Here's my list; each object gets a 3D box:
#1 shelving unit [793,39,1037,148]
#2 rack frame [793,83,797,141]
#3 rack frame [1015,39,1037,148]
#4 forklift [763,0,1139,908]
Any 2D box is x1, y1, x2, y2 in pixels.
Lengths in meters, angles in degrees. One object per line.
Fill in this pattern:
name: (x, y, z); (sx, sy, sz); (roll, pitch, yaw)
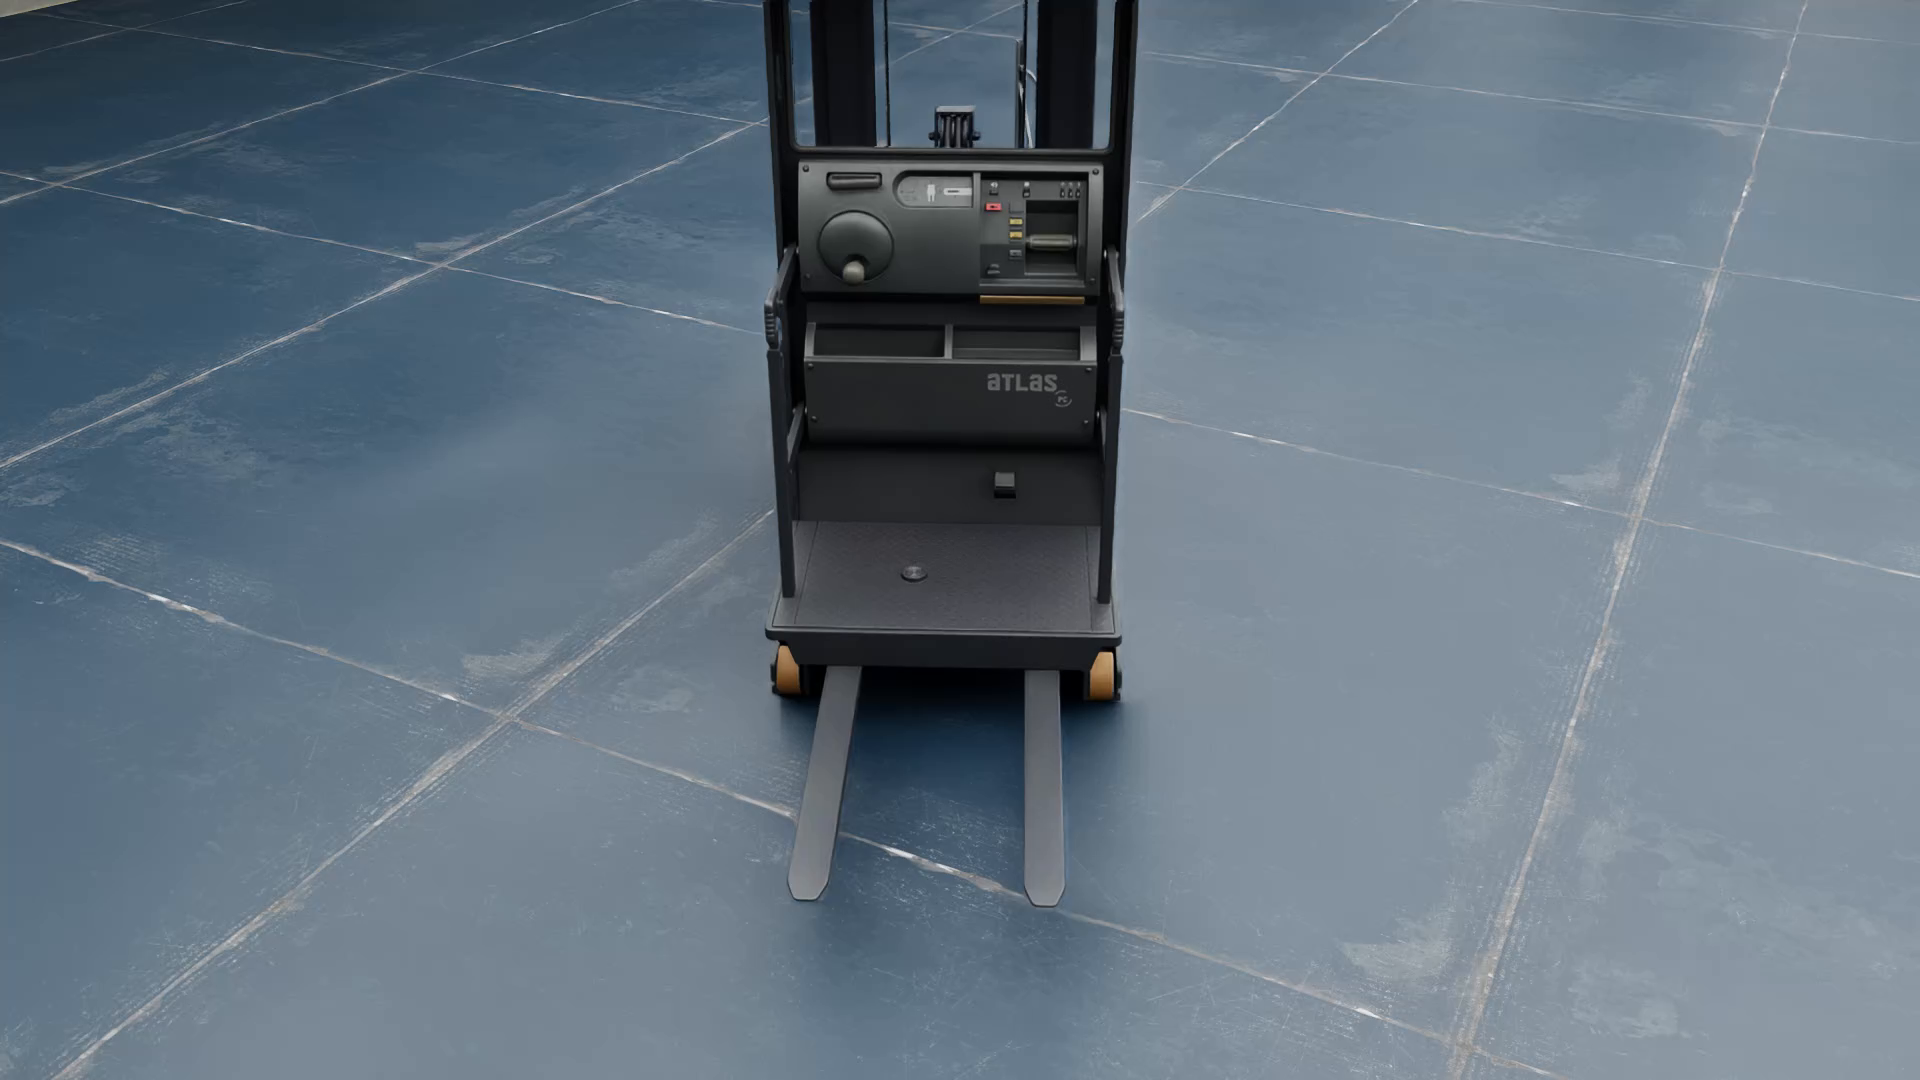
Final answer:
shelving unit: (-0.184, -1.223, 6.874); (1.083, 1.500, 0.587); (-7, 31, -11)
rack frame: (-0.688, -1.165, 6.772); (0.032, 1.500, 0.500); (-7, 31, -11)
rack frame: (0.302, -1.280, 6.972); (0.032, 1.500, 0.500); (-7, 31, -11)
forklift: (-0.035, -0.914, 4.898); (1.130, 2.935, 3.031); (1, 30, 2)
